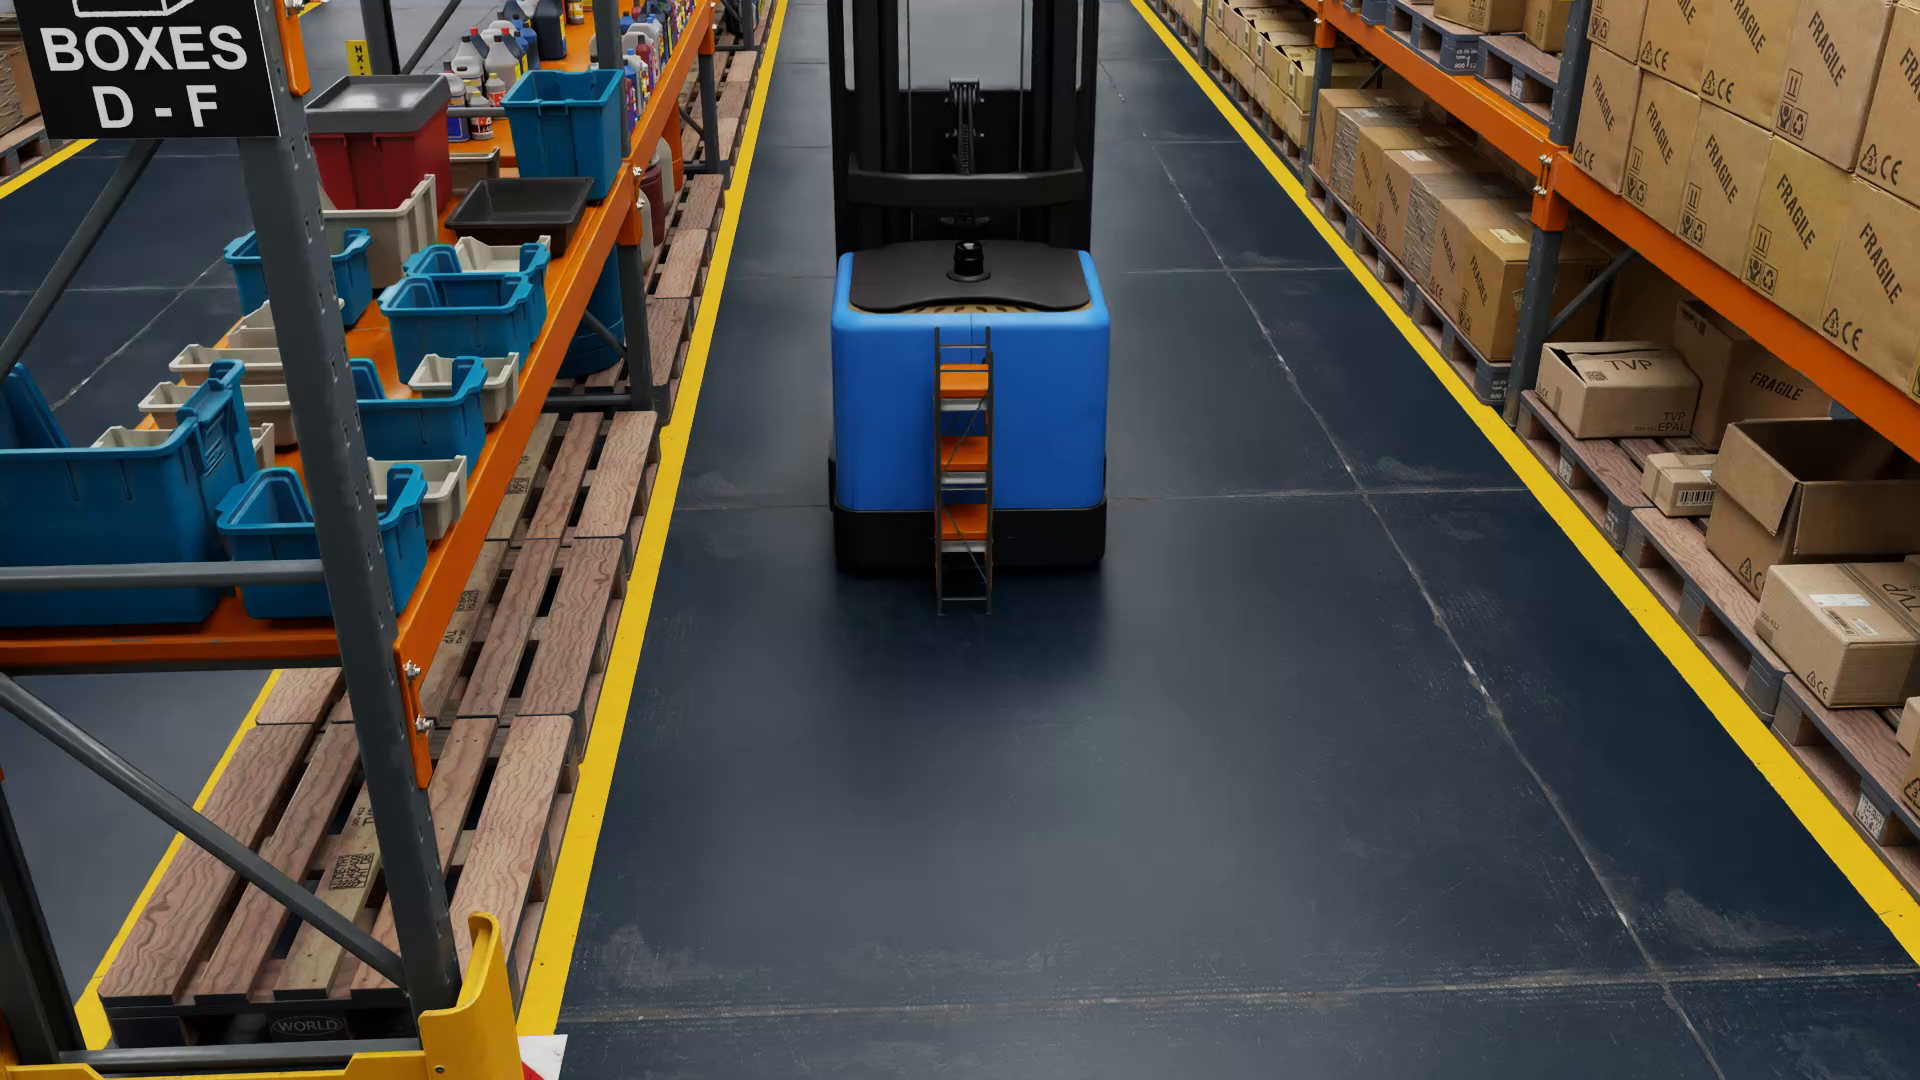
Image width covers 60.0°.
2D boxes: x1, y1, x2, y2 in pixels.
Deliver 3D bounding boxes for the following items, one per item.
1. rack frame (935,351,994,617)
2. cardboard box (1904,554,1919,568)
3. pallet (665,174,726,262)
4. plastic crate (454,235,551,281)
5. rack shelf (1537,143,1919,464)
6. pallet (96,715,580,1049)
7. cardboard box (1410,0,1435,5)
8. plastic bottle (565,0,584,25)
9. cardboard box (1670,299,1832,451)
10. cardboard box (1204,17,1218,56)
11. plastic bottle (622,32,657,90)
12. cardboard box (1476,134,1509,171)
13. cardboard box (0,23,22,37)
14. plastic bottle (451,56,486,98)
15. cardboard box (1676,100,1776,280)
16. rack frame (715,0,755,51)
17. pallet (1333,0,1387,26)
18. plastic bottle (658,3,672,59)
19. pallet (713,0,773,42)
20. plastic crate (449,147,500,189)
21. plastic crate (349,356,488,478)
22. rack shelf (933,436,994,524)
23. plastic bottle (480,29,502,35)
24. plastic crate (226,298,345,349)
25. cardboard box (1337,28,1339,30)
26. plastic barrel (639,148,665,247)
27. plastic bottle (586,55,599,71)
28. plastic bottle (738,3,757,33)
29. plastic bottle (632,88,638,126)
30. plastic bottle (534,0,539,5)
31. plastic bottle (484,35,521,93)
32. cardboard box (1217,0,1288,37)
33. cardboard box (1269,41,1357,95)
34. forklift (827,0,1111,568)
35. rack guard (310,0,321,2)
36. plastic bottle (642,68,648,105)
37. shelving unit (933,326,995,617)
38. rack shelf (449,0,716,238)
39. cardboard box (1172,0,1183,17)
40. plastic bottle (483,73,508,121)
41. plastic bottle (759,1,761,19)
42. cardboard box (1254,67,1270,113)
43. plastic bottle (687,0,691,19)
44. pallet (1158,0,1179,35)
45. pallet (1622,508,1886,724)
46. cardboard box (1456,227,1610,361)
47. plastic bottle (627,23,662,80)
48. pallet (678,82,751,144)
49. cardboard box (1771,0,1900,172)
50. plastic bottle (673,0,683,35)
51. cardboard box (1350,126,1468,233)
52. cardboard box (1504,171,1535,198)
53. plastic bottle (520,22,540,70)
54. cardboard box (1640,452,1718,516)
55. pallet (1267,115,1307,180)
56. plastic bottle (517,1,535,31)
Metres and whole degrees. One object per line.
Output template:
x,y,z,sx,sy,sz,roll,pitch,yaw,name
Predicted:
0.015,-0.183,5.965,0.200,1.050,0.008,-1,28,-1,rack frame
3.470,0.267,5.492,0.500,0.250,0.500,-1,28,-3,cardboard box
-2.014,-2.015,10.384,1.003,0.211,1.213,-1,28,-3,pallet
-1.497,-0.880,5.413,0.293,0.136,0.466,-1,28,-3,plastic crate
3.163,-0.642,5.515,1.077,0.370,4.000,-1,28,-3,rack shelf
-1.683,0.935,4.729,1.003,0.211,1.213,-1,28,-3,pallet
2.853,-3.247,9.170,0.700,0.500,0.500,4,28,7,cardboard box
-2.249,-3.116,9.696,0.097,0.201,0.097,0,28,0,plastic bottle
3.372,-0.715,7.105,0.500,0.500,0.500,-1,28,-3,cardboard box
2.415,-4.354,14.373,0.500,0.250,0.500,-2,28,-4,cardboard box
-1.580,-2.362,8.170,0.152,0.276,0.135,-1,28,-3,plastic bottle
3.198,-2.227,9.192,0.500,0.250,0.500,-2,28,-4,cardboard box
-7.206,-3.665,12.761,0.700,0.500,0.500,-4,28,-7,cardboard box
-2.250,-2.055,7.580,0.152,0.276,0.135,-1,28,-3,plastic bottle
2.867,-1.220,5.736,0.500,0.500,0.500,-2,28,-3,cardboard box
-2.306,-5.461,13.977,1.000,3.000,0.127,-1,28,-3,rack frame
2.956,-3.335,10.109,1.213,0.211,1.003,-1,28,-3,pallet
-1.573,-2.711,8.830,0.061,0.283,0.133,-1,28,-3,plastic bottle
-2.366,-5.101,16.302,1.003,0.211,1.213,-1,28,-3,pallet
-2.006,-1.458,6.522,0.396,0.136,0.243,-1,28,-3,plastic crate
-1.398,-0.298,4.194,0.416,0.233,0.300,-1,28,-3,plastic crate
0.012,-0.230,6.078,0.215,0.259,0.240,-1,28,-1,rack shelf
-2.284,-2.350,8.146,0.152,0.276,0.135,-1,28,-3,plastic bottle
-1.976,-0.600,4.877,0.298,0.136,0.250,-1,28,-3,plastic crate
3.028,-3.912,12.920,0.500,0.311,0.500,-2,28,-3,cardboard box
-1.995,-1.984,9.464,0.600,0.588,0.708,-1,28,-3,plastic barrel
-1.585,-1.934,7.268,0.144,0.351,0.185,-1,28,-3,plastic bottle
-1.929,-4.755,15.093,0.152,0.276,0.135,0,28,-1,plastic bottle
-1.512,-1.973,7.504,0.097,0.201,0.097,0,28,0,plastic bottle
-2.375,-2.913,9.231,0.097,0.271,0.097,0,28,0,plastic bottle
-2.119,-2.165,7.711,0.144,0.351,0.185,-1,28,-3,plastic bottle
2.435,-4.367,13.791,0.500,0.311,0.500,-2,28,-3,cardboard box
2.543,-3.423,11.983,0.500,0.311,0.500,-2,28,-3,cardboard box
0.006,-1.834,7.097,1.130,2.935,3.031,-1,28,-1,forklift
-7.457,-6.045,17.801,1.175,0.500,0.348,-1,28,-3,rack guard
-1.535,-2.170,7.881,0.097,0.201,0.097,0,28,0,plastic bottle
0.012,-0.239,6.073,0.215,1.050,0.252,-1,28,-1,shelving unit
-1.992,-2.371,8.831,1.077,0.370,4.000,-1,28,-3,rack shelf
2.342,-5.217,16.028,0.500,0.250,0.500,-1,28,-3,cardboard box
-2.127,-2.033,7.619,0.097,0.201,0.097,0,28,0,plastic bottle
-1.935,-5.017,15.675,0.097,0.201,0.097,0,28,0,plastic bottle
2.525,-3.406,12.557,0.500,0.250,0.500,-1,28,-1,cardboard box
-1.650,-3.189,9.836,0.097,0.201,0.097,0,28,0,plastic bottle
2.575,-5.276,16.637,1.003,0.211,1.213,-1,28,-3,pallet
3.161,0.234,6.074,1.003,0.211,1.213,-1,28,-3,pallet
2.747,-1.192,8.020,0.500,0.500,0.500,-2,28,-3,cardboard box
-1.592,-2.469,8.375,0.152,0.276,0.135,-1,28,-3,plastic bottle
-2.159,-3.298,12.846,1.003,0.211,1.213,-1,28,-3,pallet
2.884,-1.434,5.066,0.500,0.500,0.500,-1,28,-1,cardboard box
-1.624,-2.964,9.405,0.097,0.201,0.097,0,28,0,plastic bottle
2.643,-2.128,9.814,0.500,0.500,0.500,-2,28,-3,cardboard box
3.219,-1.678,8.950,0.500,0.500,0.500,-1,28,-2,cardboard box
-2.172,-2.466,8.374,0.097,0.271,0.097,0,28,0,plastic bottle
2.920,-0.225,6.526,0.380,0.166,0.250,-1,28,-3,cardboard box
2.846,-2.877,12.037,1.003,0.211,1.213,-1,28,-3,pallet
-2.325,-2.711,8.838,0.152,0.276,0.135,-1,28,-3,plastic bottle
